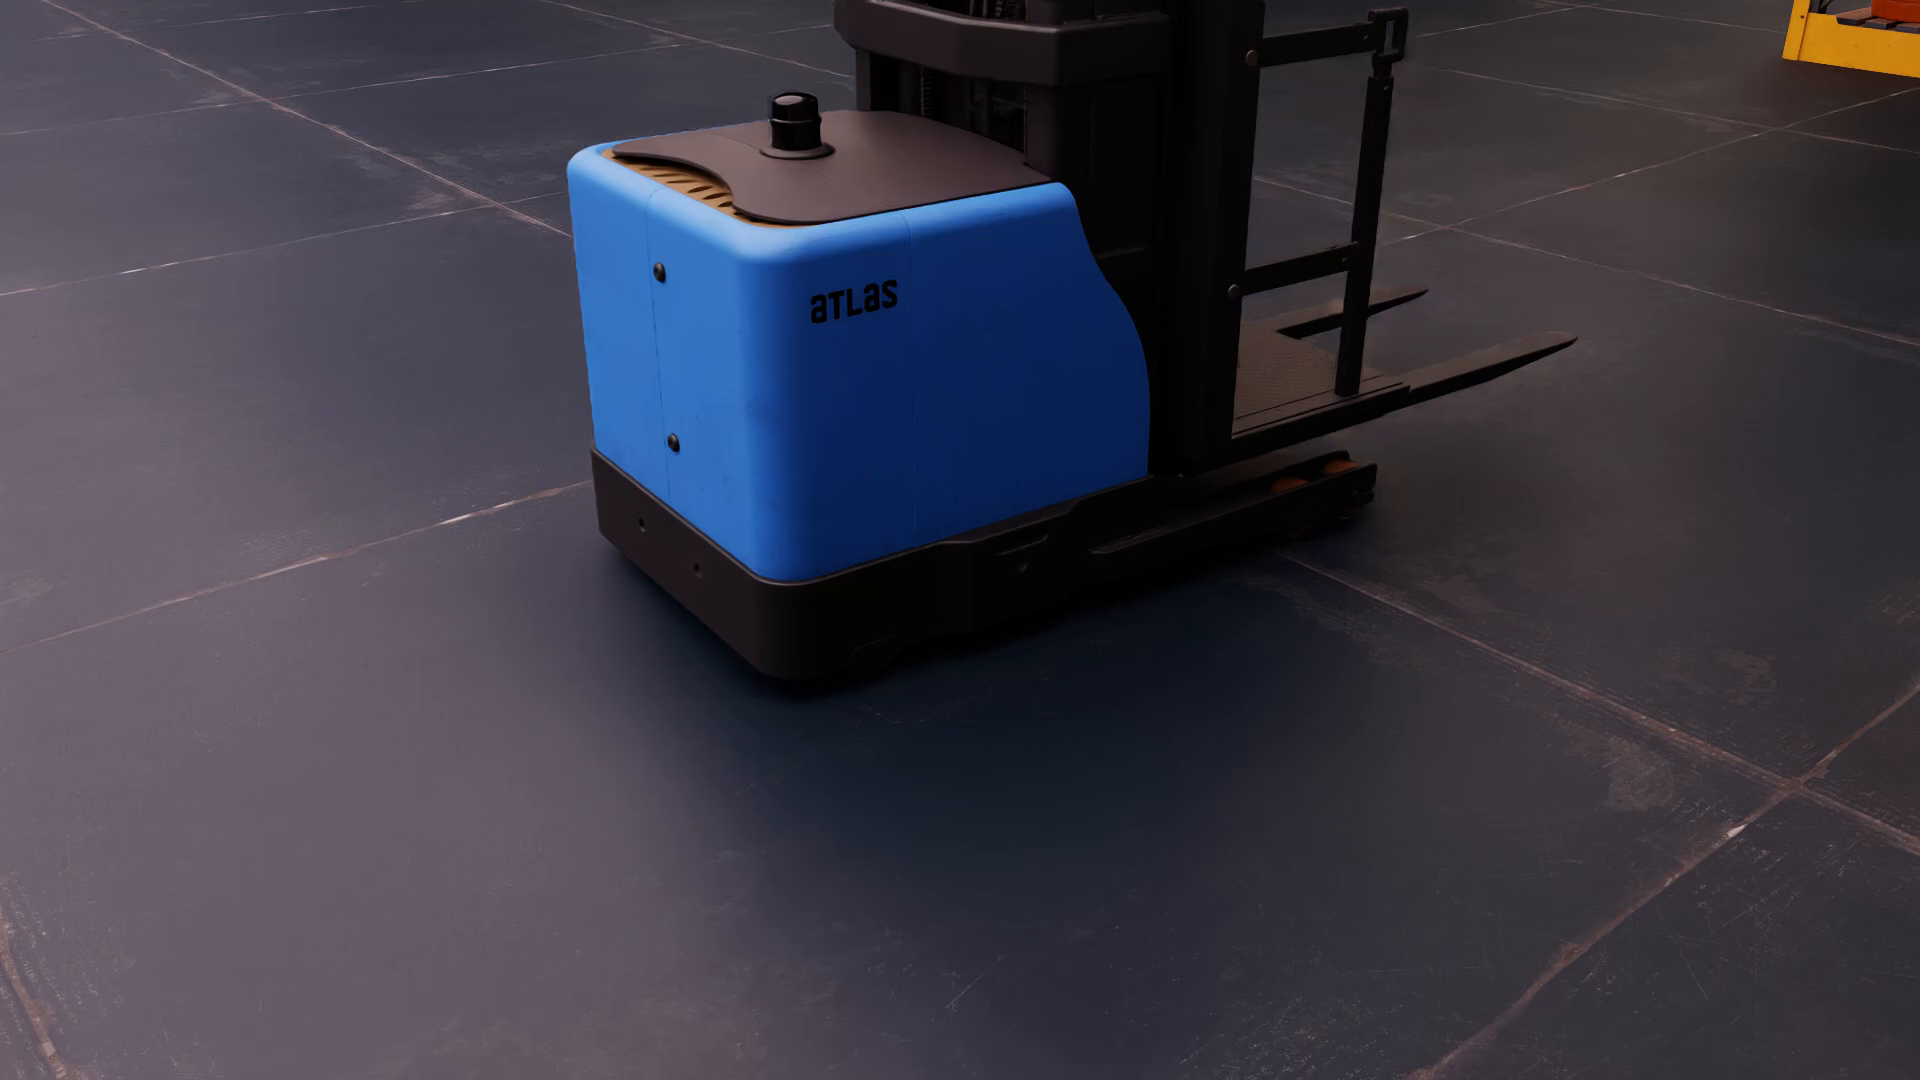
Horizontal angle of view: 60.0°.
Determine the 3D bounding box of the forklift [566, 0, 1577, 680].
[{"bbox_3d":[0.541,-1.495,4.216,3.031,2.935,1.130,-17,31,-31],"label":"forklift"}]
